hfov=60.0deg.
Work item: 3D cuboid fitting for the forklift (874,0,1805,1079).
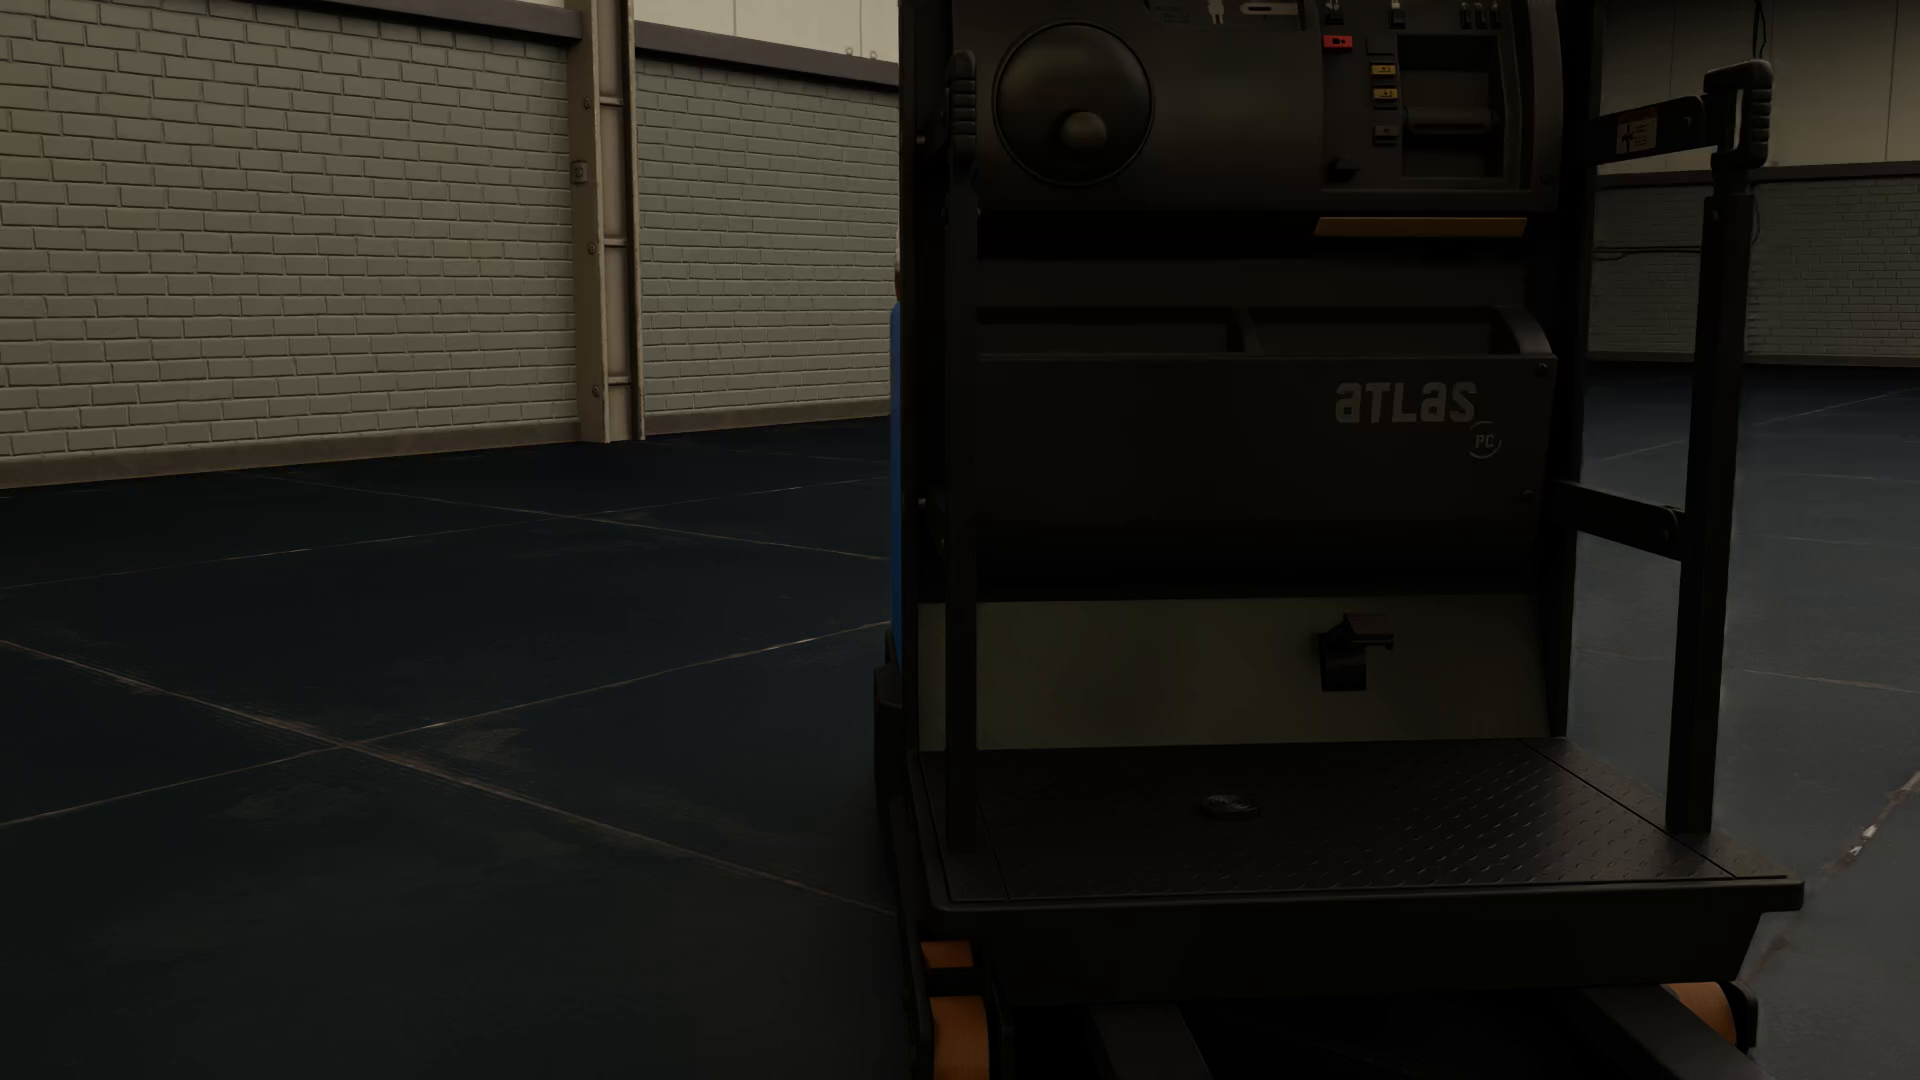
[{"bbox_3d":[0.470,-0.736,2.313,1.130,2.935,3.031,-1,8,-5],"label":"forklift"}]

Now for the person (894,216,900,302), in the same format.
[{"bbox_3d":[0.058,-0.896,7.327,0.640,1.781,0.575,7,11,38],"label":"person"}]
